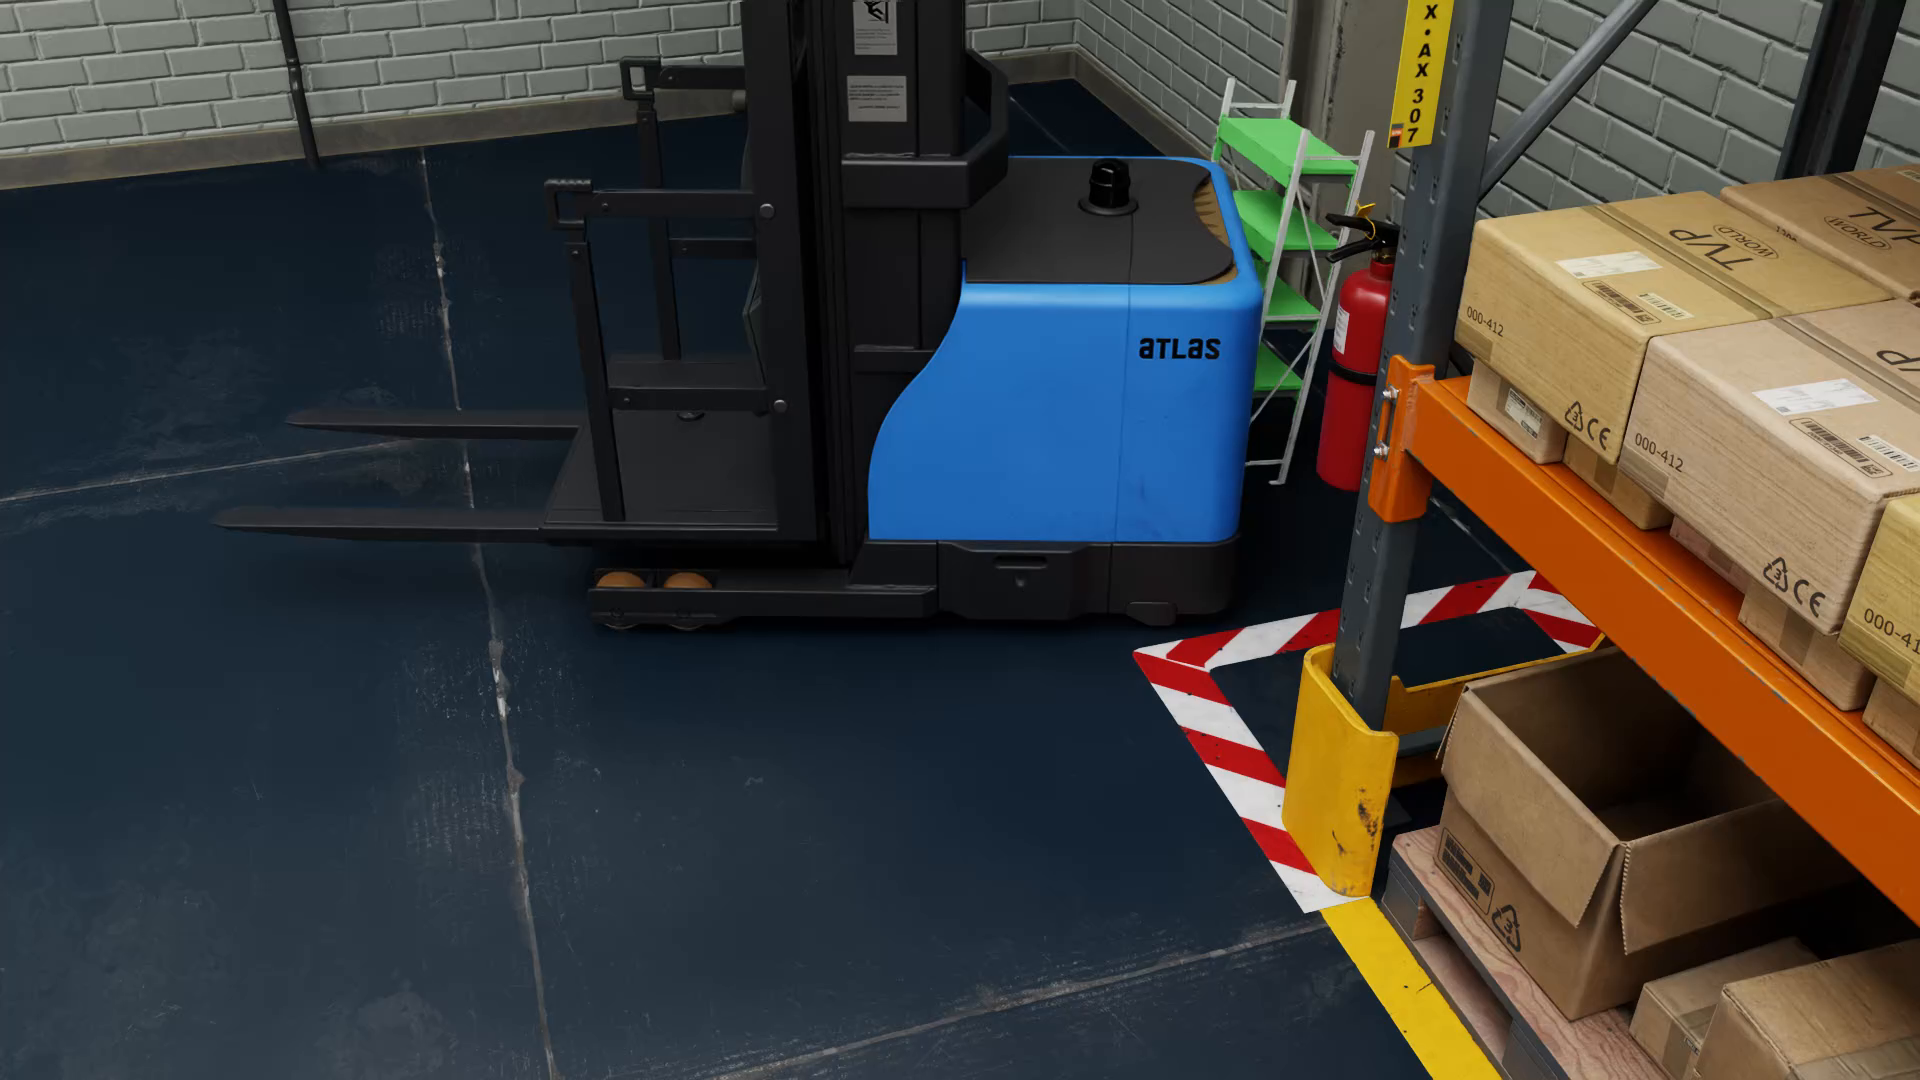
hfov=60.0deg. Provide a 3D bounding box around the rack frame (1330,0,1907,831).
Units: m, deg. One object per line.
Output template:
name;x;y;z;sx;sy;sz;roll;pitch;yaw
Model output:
rack frame;1.378;-0.619;3.465;1.000;3.000;0.127;-10;35;-15

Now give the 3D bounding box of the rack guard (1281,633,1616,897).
rack guard;1.401;0.464;4.094;1.175;0.500;0.348;-10;35;-15

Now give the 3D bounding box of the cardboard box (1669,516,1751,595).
cardboard box;1.452;-0.037;2.813;0.380;0.149;0.250;-10;35;-15

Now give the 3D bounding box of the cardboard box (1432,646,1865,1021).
cardboard box;1.475;0.585;3.528;0.797;0.503;0.637;-11;35;-17

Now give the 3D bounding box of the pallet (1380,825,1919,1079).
pallet;1.645;1.003;3.541;1.003;0.211;1.213;-10;35;-15

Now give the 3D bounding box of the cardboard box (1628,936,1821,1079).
cardboard box;1.567;0.962;3.278;0.380;0.149;0.250;-11;35;-17

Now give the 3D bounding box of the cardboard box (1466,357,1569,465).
cardboard box;1.217;-0.295;3.204;0.380;0.149;0.250;-10;35;-15

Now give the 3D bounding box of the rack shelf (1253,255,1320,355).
rack shelf;0.953;-0.765;5.410;0.258;0.148;0.480;-4;33;-19

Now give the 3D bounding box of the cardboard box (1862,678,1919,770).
cardboard box;1.557;0.244;2.387;0.380;0.149;0.250;-9;35;-14

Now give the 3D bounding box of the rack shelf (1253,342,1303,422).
rack shelf;0.923;-0.562;5.534;0.258;0.148;0.480;-4;33;-19

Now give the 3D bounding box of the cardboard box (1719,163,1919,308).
cardboard box;1.771;-0.483;3.127;0.500;0.250;0.500;-9;35;-13

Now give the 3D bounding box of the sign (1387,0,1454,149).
sign;0.861;-0.889;3.089;0.100;0.325;0.005;-10;35;-15

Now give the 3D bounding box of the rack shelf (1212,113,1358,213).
rack shelf;1.012;-1.173;5.164;0.258;0.148;0.480;-4;33;-19

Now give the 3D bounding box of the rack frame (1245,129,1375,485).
rack frame;1.038;-0.692;5.185;0.240;1.200;0.015;-4;33;-19

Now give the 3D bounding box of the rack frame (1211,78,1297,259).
rack frame;0.883;-0.947;5.571;0.240;1.200;0.015;-4;33;-19

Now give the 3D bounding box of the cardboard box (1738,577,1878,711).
cardboard box;1.471;0.106;2.597;0.380;0.149;0.250;-9;34;-13

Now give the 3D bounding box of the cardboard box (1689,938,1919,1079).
cardboard box;1.698;1.041;2.840;0.700;0.500;0.500;-9;34;-13

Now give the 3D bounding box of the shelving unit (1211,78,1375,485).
shelving unit;0.961;-0.820;5.378;0.258;1.200;0.503;-4;33;-19

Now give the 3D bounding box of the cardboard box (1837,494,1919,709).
cardboard box;1.572;0.134;2.193;0.500;0.250;0.500;-11;35;-16

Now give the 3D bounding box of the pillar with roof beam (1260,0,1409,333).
pillar with roof beam;-2.686;-3.965;3.088;9.100;9.000;0.400;-10;35;-15

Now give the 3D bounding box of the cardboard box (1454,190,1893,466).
cardboard box;1.260;-0.397;2.996;0.500;0.250;0.500;-10;35;-14

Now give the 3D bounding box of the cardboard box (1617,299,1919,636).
cardboard box;1.414;-0.132;2.595;0.500;0.250;0.500;-10;35;-14

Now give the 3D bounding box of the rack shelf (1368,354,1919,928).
rack shelf;1.988;0.732;2.075;1.077;0.370;4.000;-10;35;-15

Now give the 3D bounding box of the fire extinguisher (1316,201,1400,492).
fire extinguisher;0.893;-0.430;3.589;0.296;0.674;0.183;-10;35;-15

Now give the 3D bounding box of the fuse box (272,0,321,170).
fuse box;-3.045;-2.478;7.447;0.539;1.711;0.414;-10;35;-15

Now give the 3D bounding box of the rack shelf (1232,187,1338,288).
rack shelf;0.982;-0.969;5.287;0.258;0.148;0.480;-4;33;-19

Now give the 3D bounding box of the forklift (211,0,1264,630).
forklift;-0.699;-1.252;4.486;3.031;2.935;1.130;1;33;1

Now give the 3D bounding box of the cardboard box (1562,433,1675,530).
cardboard box;1.339;-0.169;3.013;0.380;0.149;0.250;-9;35;-14
